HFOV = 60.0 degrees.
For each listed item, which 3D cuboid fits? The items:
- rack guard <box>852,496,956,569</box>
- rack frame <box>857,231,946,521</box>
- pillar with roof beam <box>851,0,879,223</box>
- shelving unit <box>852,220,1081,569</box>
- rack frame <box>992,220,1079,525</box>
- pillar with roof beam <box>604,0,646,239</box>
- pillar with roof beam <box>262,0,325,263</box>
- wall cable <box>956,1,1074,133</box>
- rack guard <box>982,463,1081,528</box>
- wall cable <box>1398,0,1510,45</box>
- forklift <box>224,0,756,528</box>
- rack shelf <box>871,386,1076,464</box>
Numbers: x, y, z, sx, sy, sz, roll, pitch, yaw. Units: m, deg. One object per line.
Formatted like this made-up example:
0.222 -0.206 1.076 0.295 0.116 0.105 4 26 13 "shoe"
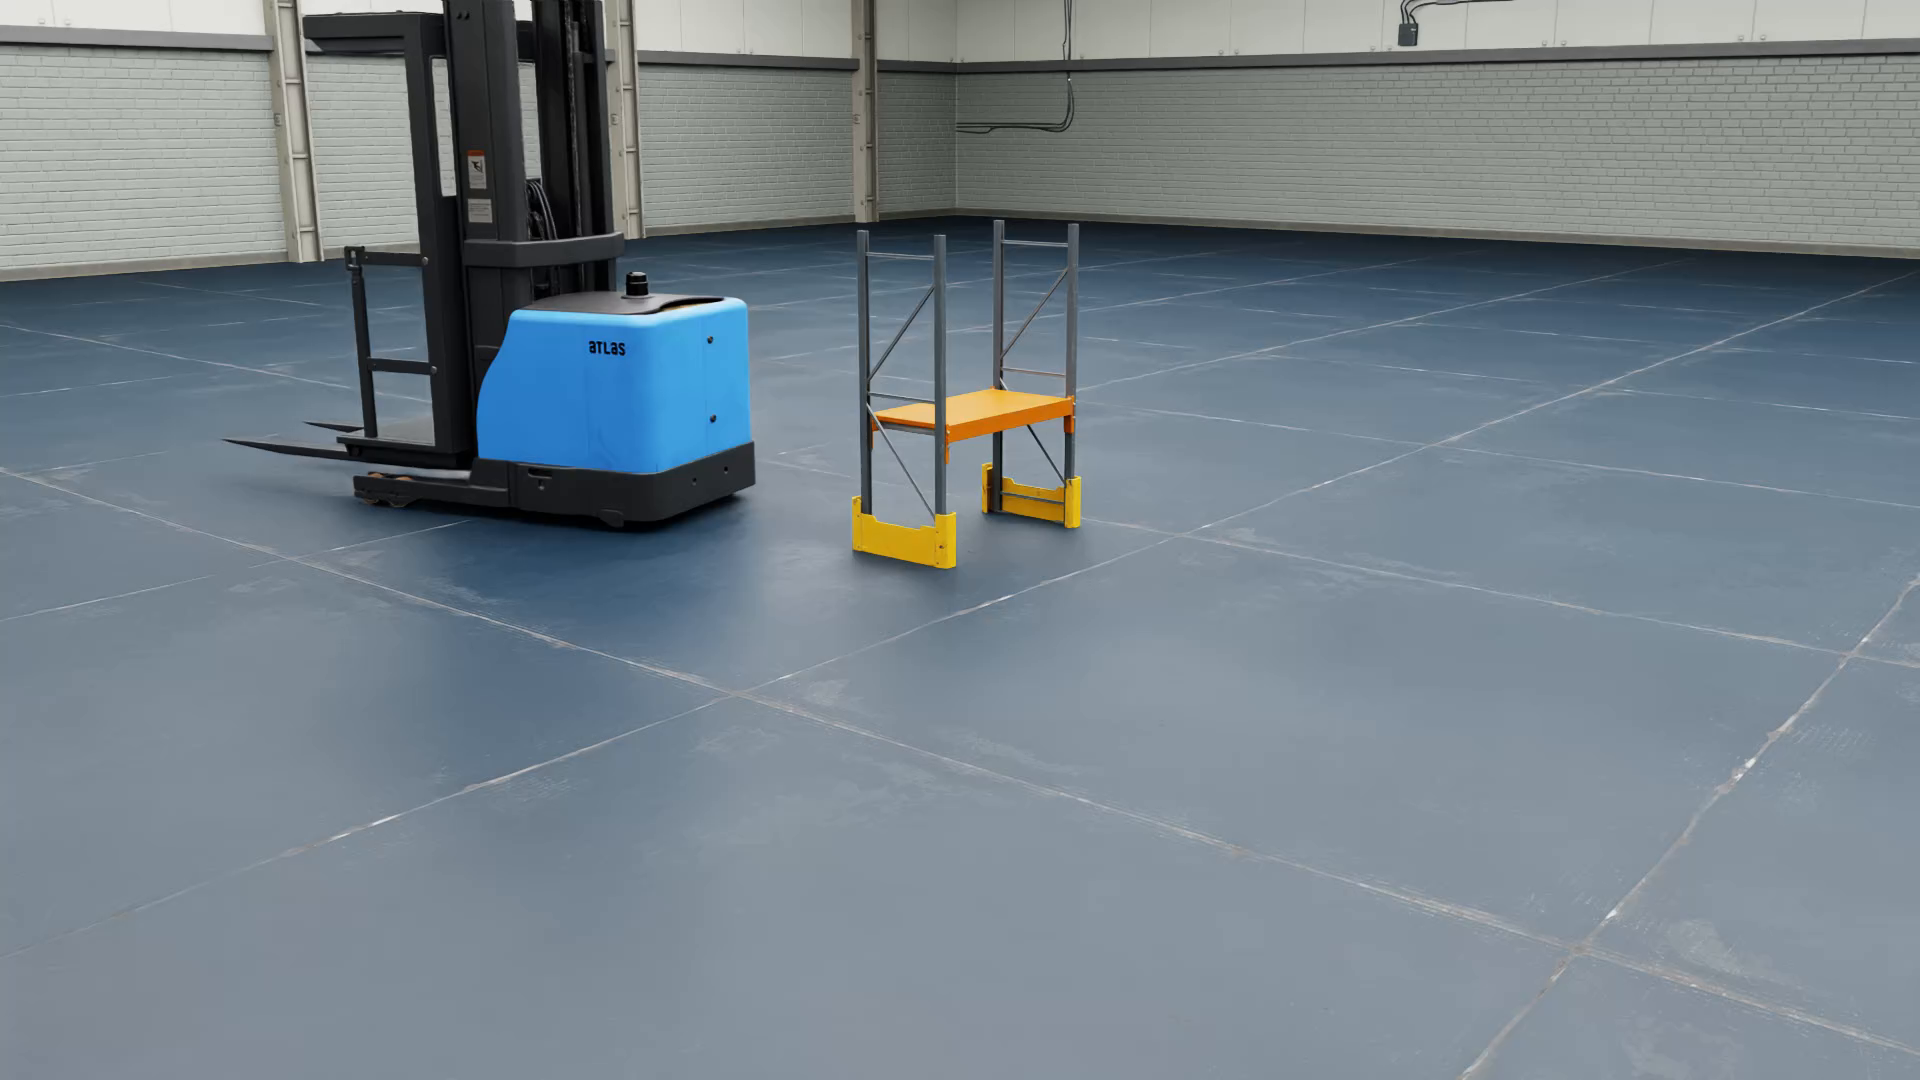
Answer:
-0.265 -0.040 7.774 0.587 0.250 0.087 11 18 38 "rack guard"
-0.266 -0.646 7.619 0.500 1.500 0.032 11 18 38 "rack frame"
1.500 -9.998 29.204 9.100 9.000 0.400 11 18 38 "pillar with roof beam"
0.048 -0.742 7.996 0.587 1.500 1.083 11 18 38 "shelving unit"
0.373 -0.841 8.386 0.500 1.500 0.032 11 18 38 "rack frame"
-2.271 -8.849 24.681 9.100 9.000 0.400 11 18 38 "pillar with roof beam"
-6.042 -7.700 20.158 9.100 9.000 0.400 11 18 38 "pillar with roof beam"
1.032 -9.519 33.624 3.097 2.526 0.112 11 18 38 "wall cable"
0.361 -0.231 8.525 0.587 0.250 0.087 11 18 38 "rack guard"
8.406 -11.200 27.028 2.305 6.003 0.169 11 18 38 "wall cable"
-2.673 -1.701 8.866 3.031 2.935 1.130 6 16 23 "forklift"
0.054 -0.569 8.047 0.538 0.185 1.000 11 18 38 "rack shelf"
